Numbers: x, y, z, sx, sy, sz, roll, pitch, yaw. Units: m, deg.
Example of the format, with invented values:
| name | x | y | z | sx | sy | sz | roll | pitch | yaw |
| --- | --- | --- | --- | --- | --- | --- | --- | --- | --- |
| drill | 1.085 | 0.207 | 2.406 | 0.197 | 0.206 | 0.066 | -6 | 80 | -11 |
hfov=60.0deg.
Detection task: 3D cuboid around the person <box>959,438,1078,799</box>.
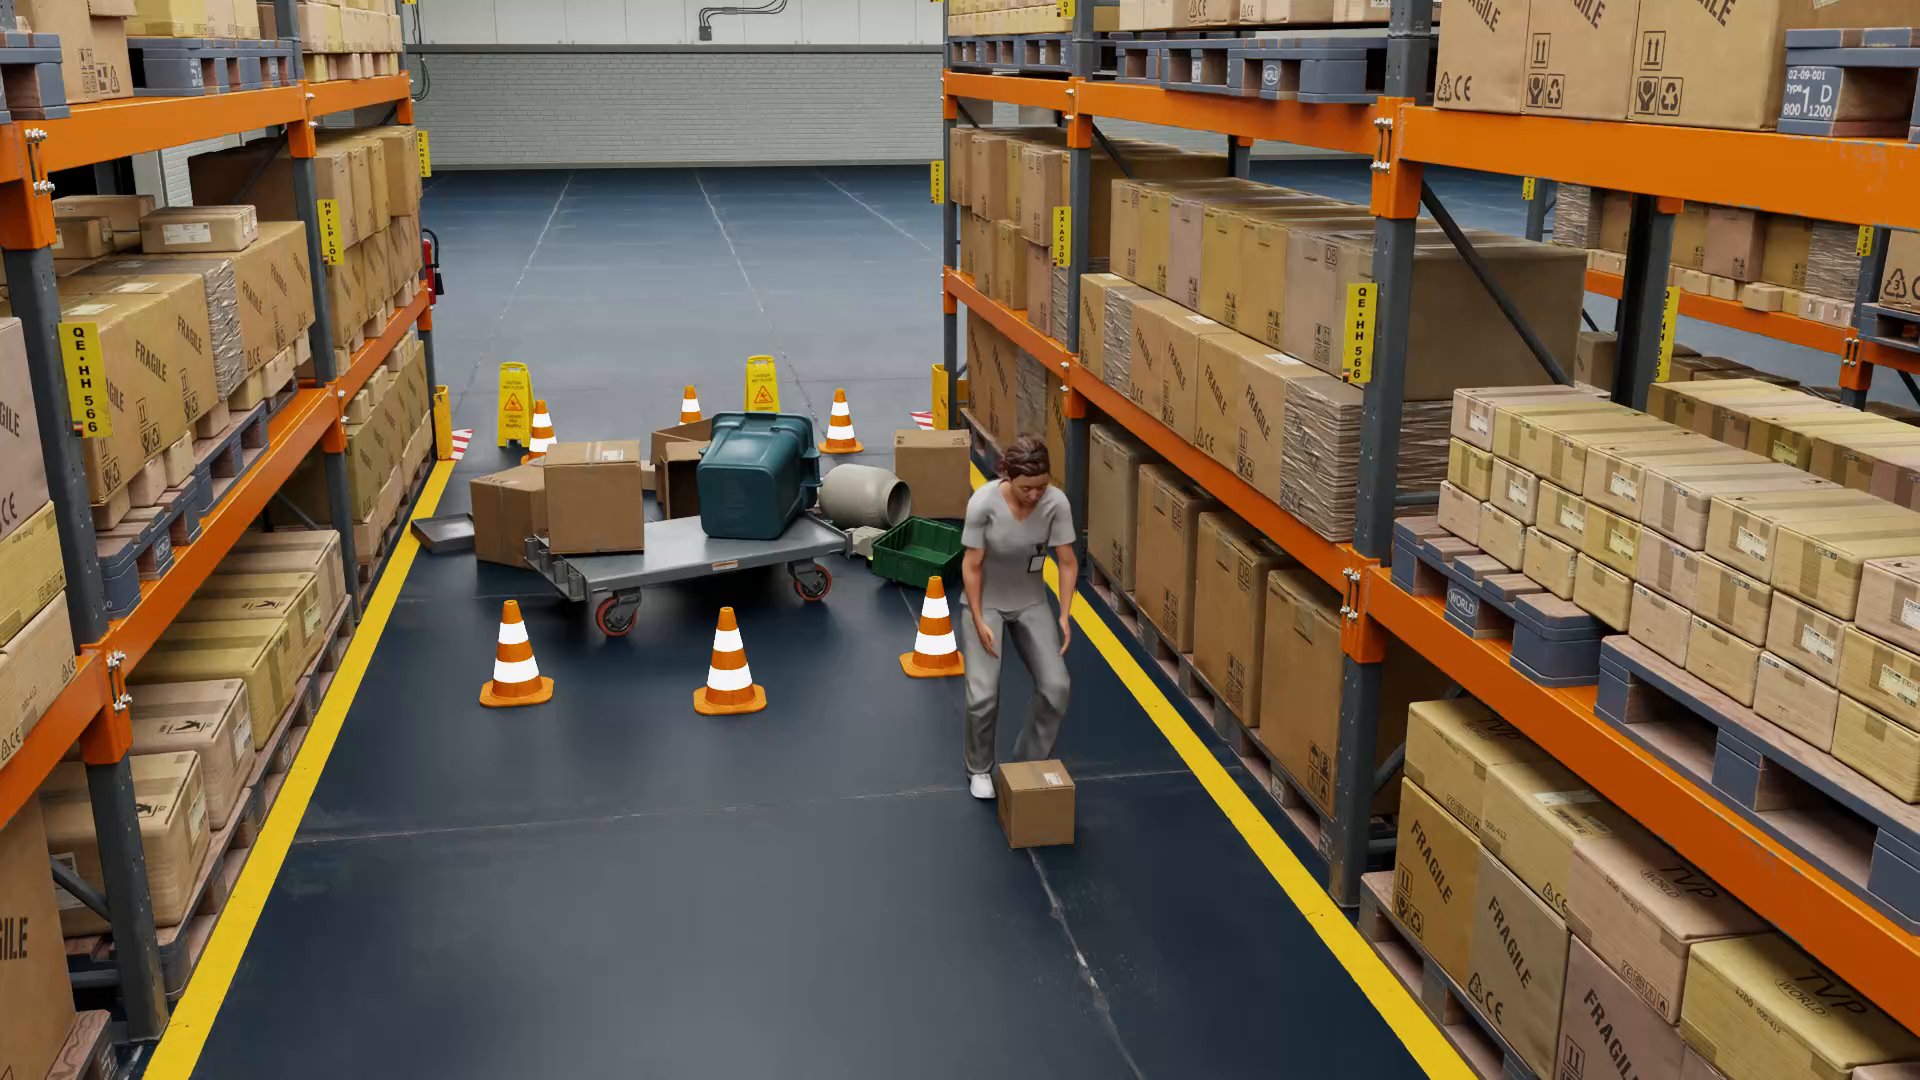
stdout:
| name | x | y | z | sx | sy | sz | roll | pitch | yaw |
| --- | --- | --- | --- | --- | --- | --- | --- | --- | --- |
| person | 0.235 | 0.302 | 6.777 | 0.480 | 1.536 | 0.511 | -3 | 17 | -10 |
